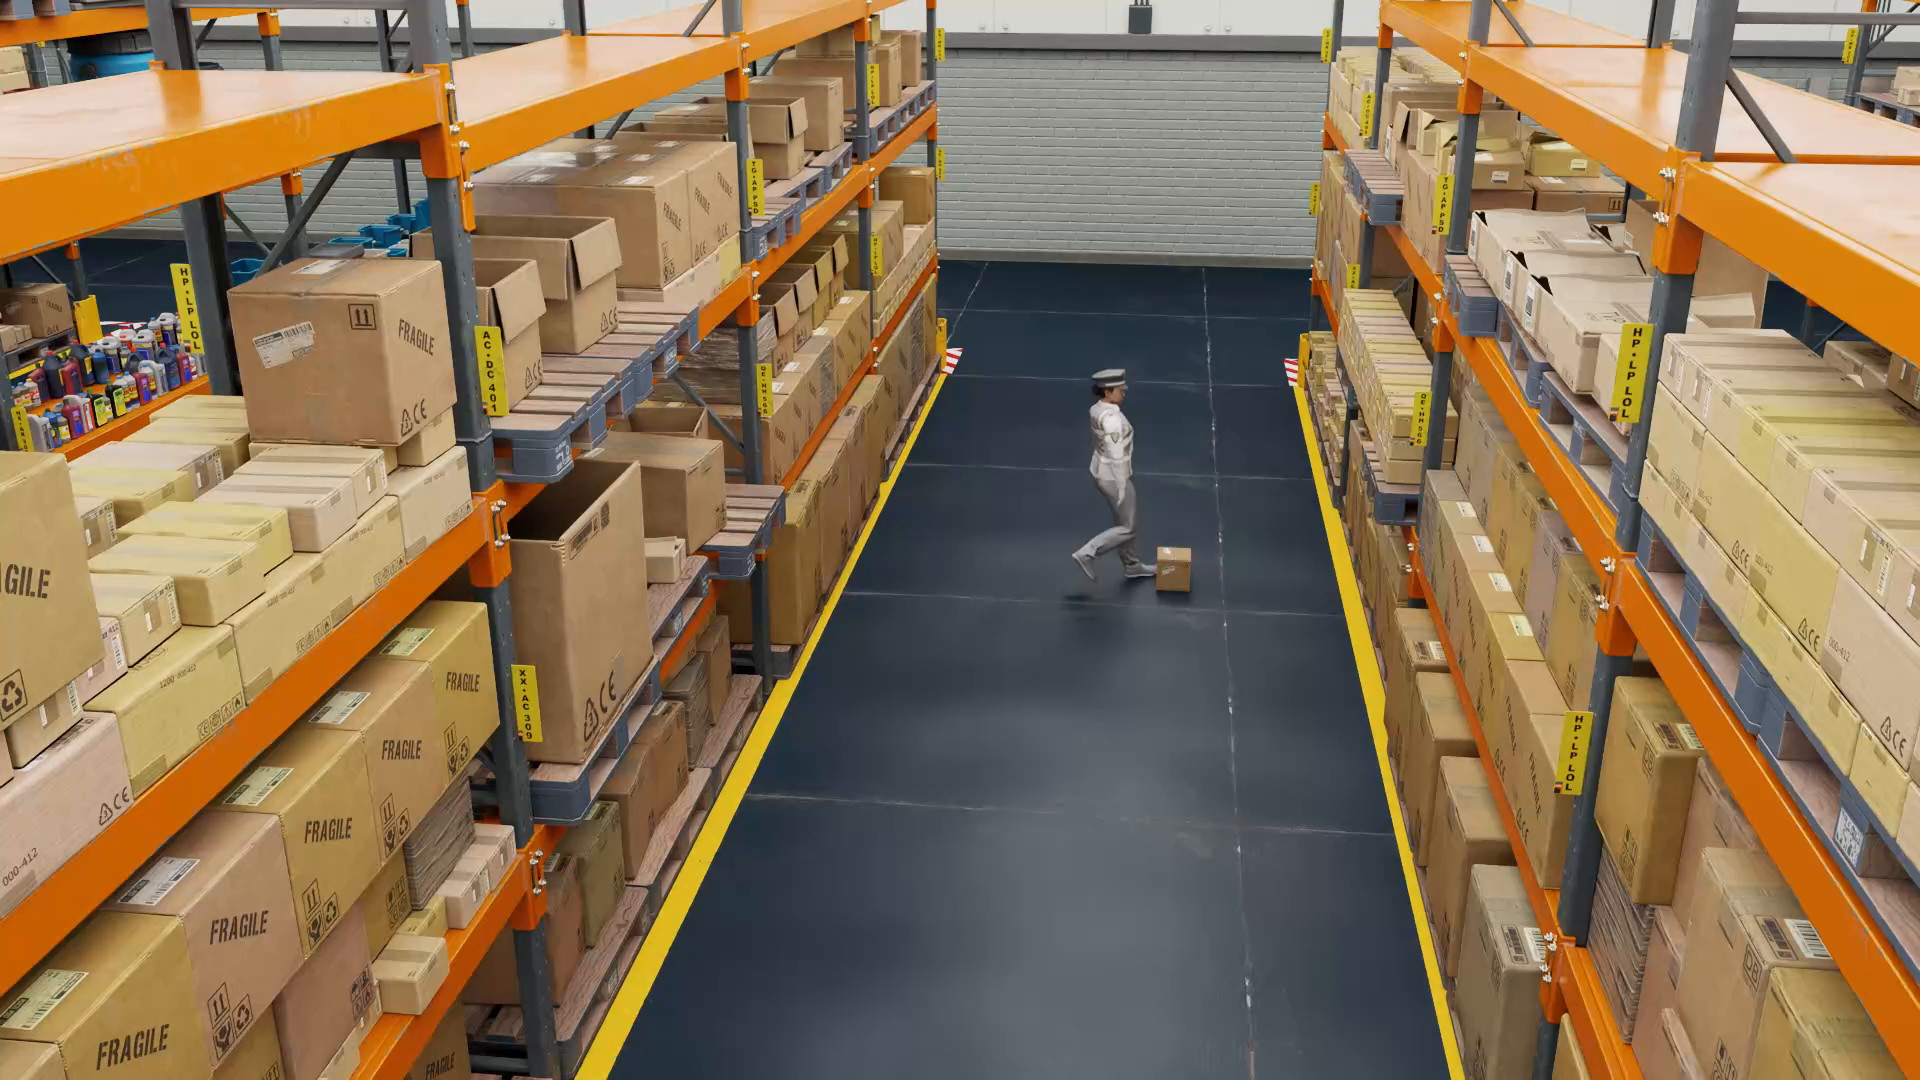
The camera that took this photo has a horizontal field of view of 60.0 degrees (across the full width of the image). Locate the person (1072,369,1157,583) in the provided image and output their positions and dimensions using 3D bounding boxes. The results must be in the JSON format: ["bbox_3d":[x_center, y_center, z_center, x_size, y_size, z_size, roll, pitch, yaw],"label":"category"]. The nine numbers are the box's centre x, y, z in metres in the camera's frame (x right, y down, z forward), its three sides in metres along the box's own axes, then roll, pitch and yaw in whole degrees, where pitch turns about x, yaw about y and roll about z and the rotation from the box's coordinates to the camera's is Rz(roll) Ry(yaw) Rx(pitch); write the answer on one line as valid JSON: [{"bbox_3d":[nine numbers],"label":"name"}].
[{"bbox_3d":[1.174,-0.462,12.265,0.743,1.645,0.518,-4,22,-9],"label":"person"}]
